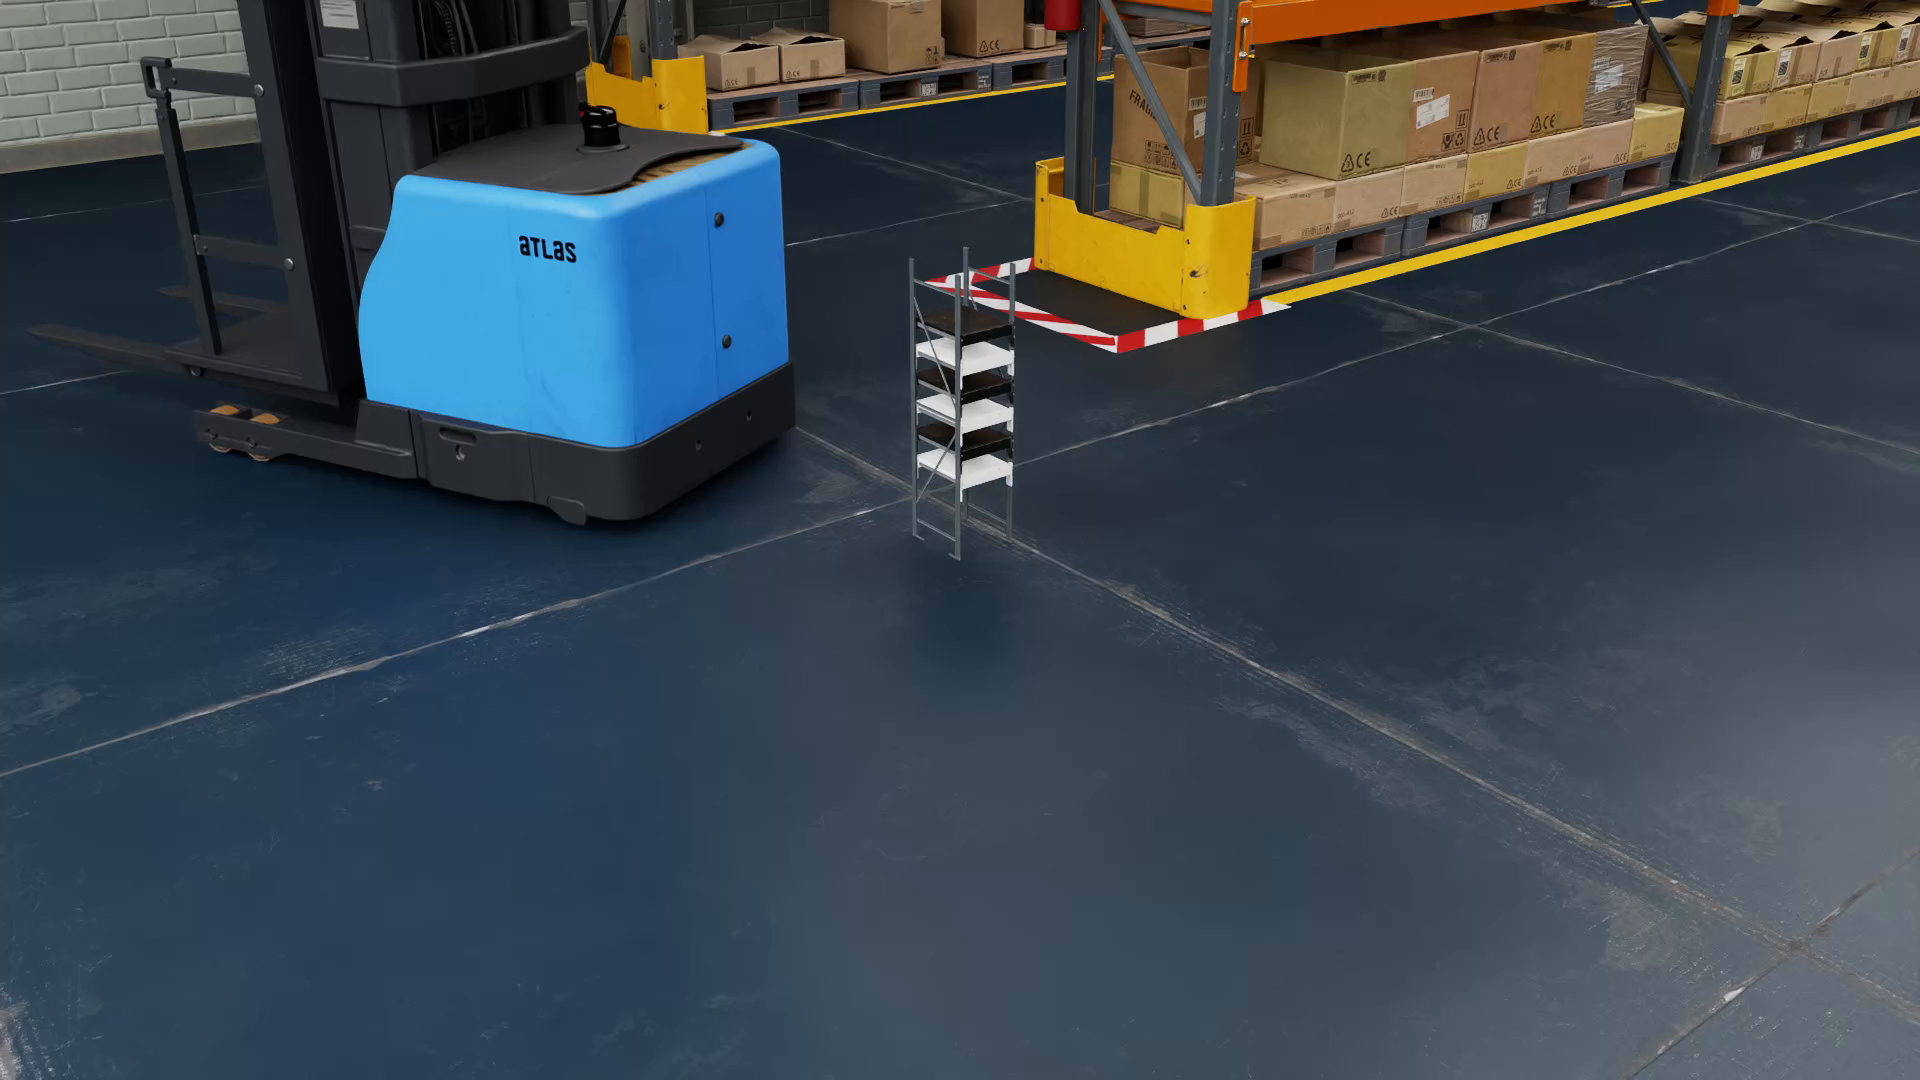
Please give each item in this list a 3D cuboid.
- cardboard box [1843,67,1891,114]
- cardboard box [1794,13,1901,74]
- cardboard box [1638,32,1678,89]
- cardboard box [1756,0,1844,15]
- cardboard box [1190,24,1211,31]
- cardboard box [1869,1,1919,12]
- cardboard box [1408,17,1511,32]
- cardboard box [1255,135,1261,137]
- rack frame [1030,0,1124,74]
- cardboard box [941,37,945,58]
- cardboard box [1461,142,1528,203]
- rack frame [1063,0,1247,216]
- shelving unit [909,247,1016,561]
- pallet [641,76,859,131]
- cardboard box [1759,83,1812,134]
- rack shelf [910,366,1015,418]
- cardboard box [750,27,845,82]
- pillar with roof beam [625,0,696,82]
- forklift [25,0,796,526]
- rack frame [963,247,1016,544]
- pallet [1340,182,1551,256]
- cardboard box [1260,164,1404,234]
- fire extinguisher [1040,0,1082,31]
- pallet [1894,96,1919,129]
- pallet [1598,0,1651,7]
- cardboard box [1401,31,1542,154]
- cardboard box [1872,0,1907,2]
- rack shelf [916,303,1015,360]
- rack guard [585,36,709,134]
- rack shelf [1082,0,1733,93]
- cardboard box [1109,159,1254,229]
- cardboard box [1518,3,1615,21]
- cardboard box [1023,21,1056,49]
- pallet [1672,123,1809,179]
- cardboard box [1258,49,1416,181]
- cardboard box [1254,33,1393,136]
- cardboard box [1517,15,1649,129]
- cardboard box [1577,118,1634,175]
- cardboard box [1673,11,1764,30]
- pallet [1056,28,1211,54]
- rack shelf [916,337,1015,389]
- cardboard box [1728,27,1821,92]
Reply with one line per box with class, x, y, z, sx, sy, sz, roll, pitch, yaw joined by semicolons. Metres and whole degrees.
cardboard box;5.679;-2.972;10.858;0.500;0.250;0.500;-18;30;-33
cardboard box;5.686;-3.229;10.745;0.500;0.311;0.500;-17;30;-33
cardboard box;4.140;-3.004;10.262;0.500;0.311;0.500;-18;31;-34
cardboard box;5.742;-3.534;11.402;0.500;0.311;0.500;-19;31;-35
cardboard box;1.883;-4.660;14.174;0.500;0.500;0.700;-19;31;-35
cardboard box;6.481;-3.488;11.305;0.500;0.311;0.500;-19;31;-35
cardboard box;2.654;-2.613;9.195;0.500;0.500;0.500;-18;31;-34
cardboard box;1.869;-2.012;8.790;0.500;0.250;0.500;-18;31;-34
rack frame;0.939;-5.247;12.992;0.127;3.000;1.000;-18;31;-34
cardboard box;-0.332;-3.744;12.618;0.250;0.149;0.380;-21;32;-38
cardboard box;2.592;-1.965;8.689;0.500;0.250;0.500;-18;31;-34
rack frame;0.851;-2.567;7.219;0.127;3.000;1.000;-18;31;-34
shelving unit;0.006;-0.410;5.065;0.210;0.900;0.258;-18;31;-34
pallet;-1.488;-3.162;11.812;1.213;0.211;1.003;-18;31;-34
cardboard box;4.872;-2.705;10.282;0.500;0.250;0.500;-17;30;-33
rack shelf;0.006;-0.462;5.041;0.200;0.077;0.258;-18;31;-34
cardboard box;-1.160;-3.485;11.868;0.500;0.311;0.500;-15;29;-30
pillar with roof beam;0.465;-5.971;7.426;0.400;9.000;9.100;-18;31;-34
forklift;-2.144;-1.789;5.623;3.031;2.935;1.130;12;27;24
rack frame;0.086;-0.437;5.122;0.006;0.900;0.240;-18;31;-34
pallet;2.386;-1.830;8.943;1.213;0.211;1.003;-18;31;-34
cardboard box;1.801;-1.707;8.133;0.500;0.250;0.500;-18;31;-34
fire extinguisher;0.471;-2.656;7.501;0.183;0.674;0.296;-18;31;-34
pallet;6.474;-3.180;11.851;1.213;0.211;1.003;-18;31;-34
pallet;6.674;-5.834;17.571;1.213;0.211;1.003;-18;31;-34
cardboard box;2.592;-2.305;8.531;0.500;0.500;0.500;-18;31;-34
cardboard box;6.553;-3.804;11.986;0.500;0.311;0.500;-17;30;-32
rack shelf;0.006;-0.625;4.965;0.200;0.077;0.258;-18;31;-34
rack guard;-2.149;-3.093;11.322;0.348;0.500;1.175;-18;31;-34
rack shelf;2.425;-2.761;8.490;4.000;0.370;1.077;-18;31;-34
cardboard box;1.091;-1.748;8.221;0.500;0.250;0.500;-18;31;-34
cardboard box;3.440;-2.873;9.754;0.500;0.500;0.500;-18;31;-34
cardboard box;0.536;-4.012;13.175;0.380;0.166;0.250;22;33;39
pallet;4.554;-2.546;10.485;1.213;0.211;1.003;-18;31;-34
cardboard box;1.802;-2.047;7.974;0.500;0.500;0.500;-18;31;-34
cardboard box;1.867;-2.353;8.634;0.500;0.500;0.500;-18;31;-34
cardboard box;3.368;-2.571;9.103;0.500;0.500;0.500;-18;31;-34
cardboard box;3.369;-2.230;9.260;0.500;0.250;0.500;-18;31;-34
cardboard box;4.940;-3.270;10.835;0.500;0.311;0.500;-18;31;-34
pallet;1.551;-4.184;14.016;1.213;0.211;1.003;-18;31;-34
rack shelf;0.006;-0.543;5.003;0.200;0.077;0.258;-18;31;-34
cardboard box;4.875;-2.957;10.160;0.500;0.311;0.500;-19;31;-35
